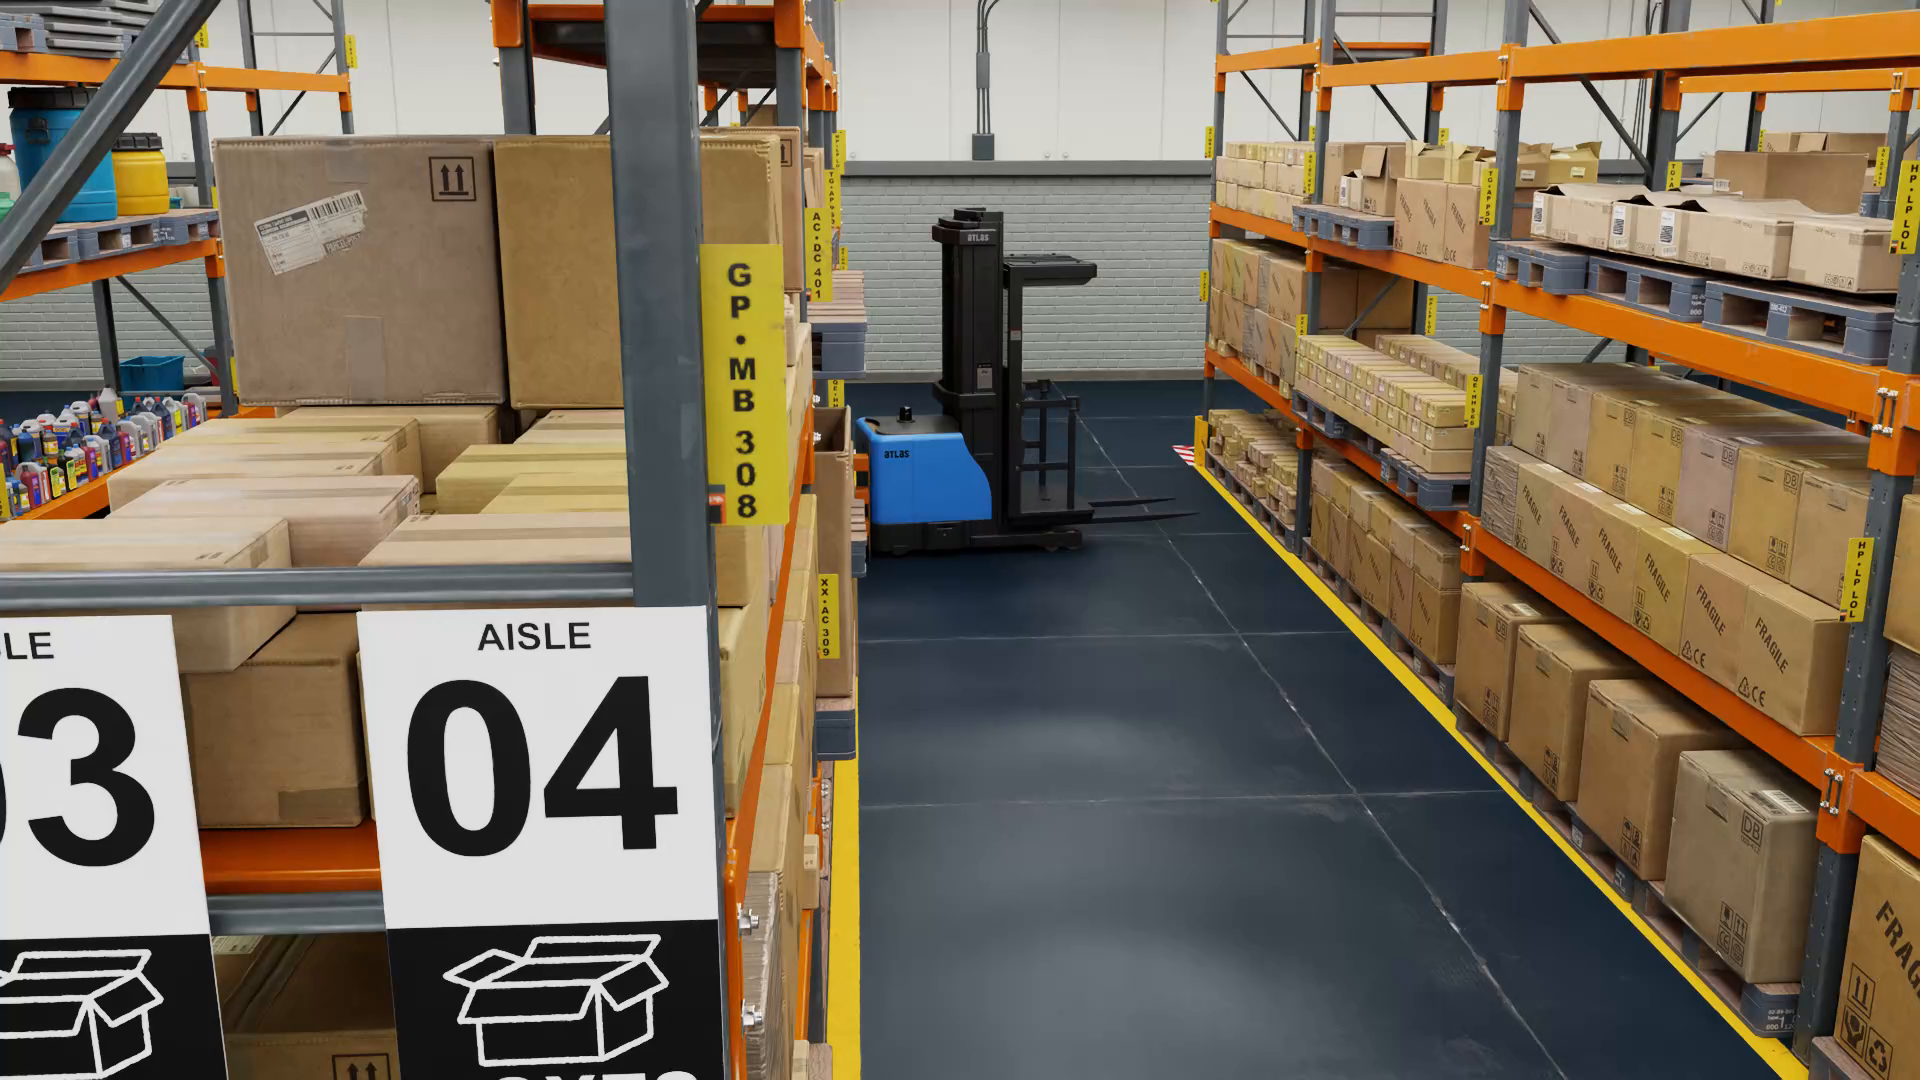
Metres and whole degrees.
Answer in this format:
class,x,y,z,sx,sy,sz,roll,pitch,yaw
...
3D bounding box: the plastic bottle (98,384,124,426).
class,x,y,z,sx,sy,sz,roll,pitch,yaw
plastic bottle,-6.778,-1.073,13.275,0.144,0.351,0.185,-1,14,-3

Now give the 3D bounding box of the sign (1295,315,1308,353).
class,x,y,z,sx,sy,sz,roll,pitch,yaw
sign,2.880,-1.736,14.017,0.100,0.325,0.005,-1,14,-3

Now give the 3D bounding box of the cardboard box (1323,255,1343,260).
class,x,y,z,sx,sy,sz,roll,pitch,yaw
cardboard box,3.588,-2.374,15.431,0.500,0.500,0.500,-1,14,-3

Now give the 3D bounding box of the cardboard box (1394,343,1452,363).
class,x,y,z,sx,sy,sz,roll,pitch,yaw
cardboard box,3.672,-1.469,13.184,0.380,0.149,0.250,-1,14,-5

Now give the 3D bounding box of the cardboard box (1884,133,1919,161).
class,x,y,z,sx,sy,sz,roll,pitch,yaw
cardboard box,8.528,-3.331,14.690,0.500,0.500,0.500,-1,14,-2

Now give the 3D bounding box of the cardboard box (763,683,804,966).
class,x,y,z,sx,sy,sz,roll,pitch,yaw
cardboard box,-0.611,0.642,3.707,0.500,0.500,0.500,-1,14,-3

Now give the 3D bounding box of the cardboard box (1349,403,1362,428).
class,x,y,z,sx,sy,sz,roll,pitch,yaw
cardboard box,3.085,-0.917,12.230,0.380,0.149,0.250,-2,15,-6

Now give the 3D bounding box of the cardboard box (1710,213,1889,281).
class,x,y,z,sx,sy,sz,roll,pitch,yaw
cardboard box,3.621,-1.273,7.193,0.500,0.250,0.500,-1,14,-4

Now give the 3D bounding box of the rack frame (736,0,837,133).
class,x,y,z,sx,sy,sz,roll,pitch,yaw
rack frame,-1.784,-5.176,17.084,1.000,3.000,0.127,-1,14,-3

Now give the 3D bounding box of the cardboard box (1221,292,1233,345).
class,x,y,z,sx,sy,sz,roll,pitch,yaw
cardboard box,2.984,-2.266,17.016,0.500,0.500,0.500,-1,14,-3

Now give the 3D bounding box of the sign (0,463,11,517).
class,x,y,z,sx,sy,sz,roll,pitch,yaw
sign,-5.683,-0.294,9.821,0.100,0.325,0.005,-1,14,-3

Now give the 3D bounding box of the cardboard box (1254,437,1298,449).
class,x,y,z,sx,sy,sz,roll,pitch,yaw
cardboard box,3.079,-0.909,16.225,0.380,0.149,0.250,-1,14,-3

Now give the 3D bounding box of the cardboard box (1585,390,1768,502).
class,x,y,z,sx,sy,sz,roll,pitch,yaw
cardboard box,3.753,-0.500,8.742,0.700,0.500,0.500,-1,14,-4

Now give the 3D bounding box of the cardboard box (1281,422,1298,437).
class,x,y,z,sx,sy,sz,roll,pitch,yaw
cardboard box,3.513,-1.114,17.021,0.380,0.149,0.250,-1,15,-6

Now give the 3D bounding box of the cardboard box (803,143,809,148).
class,x,y,z,sx,sy,sz,roll,pitch,yaw
cardboard box,-1.490,-2.836,12.966,0.700,0.500,0.500,-1,14,-2

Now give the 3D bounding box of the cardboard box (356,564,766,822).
class,x,y,z,sx,sy,sz,roll,pitch,yaw
cardboard box,-0.564,0.205,2.492,0.500,0.250,0.500,0,14,-2

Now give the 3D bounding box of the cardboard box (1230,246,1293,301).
class,x,y,z,sx,sy,sz,roll,pitch,yaw
cardboard box,2.984,-2.628,16.416,0.500,0.500,0.500,-1,14,-5

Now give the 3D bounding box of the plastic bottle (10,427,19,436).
class,x,y,z,sx,sy,sz,roll,pitch,yaw
plastic bottle,-6.773,-0.675,11.887,0.097,0.271,0.097,0,14,0

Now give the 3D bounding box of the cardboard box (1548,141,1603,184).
class,x,y,z,sx,sy,sz,roll,pitch,yaw
cardboard box,3.887,-2.437,10.723,0.396,0.266,0.258,-1,14,-3

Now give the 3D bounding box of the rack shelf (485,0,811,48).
class,x,y,z,sx,sy,sz,roll,pitch,yaw
rack shelf,-0.916,-1.344,3.642,1.077,0.370,4.000,-1,14,-3

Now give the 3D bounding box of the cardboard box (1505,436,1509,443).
class,x,y,z,sx,sy,sz,roll,pitch,yaw
cardboard box,3.826,-0.595,10.982,0.380,0.149,0.250,0,14,-1

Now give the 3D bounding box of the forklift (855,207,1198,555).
class,x,y,z,sx,sy,sz,roll,pitch,yaw
forklift,0.614,-1.452,14.786,3.031,2.935,1.130,-3,15,-11

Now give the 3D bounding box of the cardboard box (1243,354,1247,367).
class,x,y,z,sx,sy,sz,roll,pitch,yaw
cardboard box,3.019,-1.792,16.477,0.380,0.149,0.250,-1,14,-5

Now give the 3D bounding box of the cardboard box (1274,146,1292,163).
class,x,y,z,sx,sy,sz,roll,pitch,yaw
cardboard box,3.056,-3.475,14.991,0.380,0.149,0.250,-1,15,-6

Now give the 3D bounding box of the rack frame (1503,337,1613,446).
class,x,y,z,sx,sy,sz,roll,pitch,yaw
rack frame,3.665,-0.332,10.298,0.949,2.616,0.053,-1,14,-3

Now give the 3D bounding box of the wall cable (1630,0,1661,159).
class,x,y,z,sx,sy,sz,roll,pitch,yaw
wall cable,11.007,-6.802,23.328,2.988,3.039,0.133,-1,14,-3

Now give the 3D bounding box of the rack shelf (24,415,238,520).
class,x,y,z,sx,sy,sz,roll,pitch,yaw
rack shelf,-6.355,-0.354,11.824,1.077,0.370,4.000,-1,14,-3

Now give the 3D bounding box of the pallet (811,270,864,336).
class,x,y,z,sx,sy,sz,roll,pitch,yaw
pallet,-1.039,-1.061,7.487,1.213,0.211,1.003,-1,14,-3

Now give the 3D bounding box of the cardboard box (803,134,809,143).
class,x,y,z,sx,sy,sz,roll,pitch,yaw
cardboard box,-1.644,-3.222,14.267,0.700,0.500,0.500,-2,15,-7

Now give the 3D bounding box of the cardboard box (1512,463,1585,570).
class,x,y,z,sx,sy,sz,roll,pitch,yaw
cardboard box,3.461,-0.139,9.345,0.500,0.500,0.500,-1,14,-4

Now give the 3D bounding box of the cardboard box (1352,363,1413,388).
class,x,y,z,sx,sy,sz,roll,pitch,yaw
cardboard box,3.088,-1.203,12.151,0.380,0.149,0.250,0,14,-2

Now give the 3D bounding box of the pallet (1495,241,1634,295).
class,x,y,z,sx,sy,sz,roll,pitch,yaw
pallet,3.762,-1.534,9.329,1.213,0.211,1.003,0,14,-1

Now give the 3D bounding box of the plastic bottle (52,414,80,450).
class,x,y,z,sx,sy,sz,roll,pitch,yaw
plastic bottle,-3.210,-1.749,13.511,7.134,1.543,2.476,-1,14,-3

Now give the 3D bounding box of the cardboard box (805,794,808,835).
class,x,y,z,sx,sy,sz,roll,pitch,yaw
cardboard box,-0.727,0.947,5.831,0.380,0.149,0.250,-1,14,-3

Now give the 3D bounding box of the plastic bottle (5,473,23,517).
class,x,y,z,sx,sy,sz,roll,pitch,yaw
plastic bottle,-5.915,-0.284,10.369,0.097,0.271,0.097,0,14,0

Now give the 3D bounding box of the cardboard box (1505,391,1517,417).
class,x,y,z,sx,sy,sz,roll,pitch,yaw
cardboard box,3.814,-0.887,10.921,0.380,0.149,0.250,-1,14,-5

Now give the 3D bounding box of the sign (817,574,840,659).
class,x,y,z,sx,sy,sz,roll,pitch,yaw
sign,-0.499,0.284,6.164,0.100,0.325,0.005,-1,14,-3

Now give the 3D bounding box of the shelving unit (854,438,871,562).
class,x,y,z,sx,sy,sz,roll,pitch,yaw
shelving unit,-0.901,-0.340,14.239,0.252,1.050,0.215,-1,14,-5

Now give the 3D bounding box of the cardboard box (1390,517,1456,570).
class,x,y,z,sx,sy,sz,roll,pitch,yaw
cardboard box,3.323,0.020,11.597,0.500,0.250,0.500,-1,14,-3

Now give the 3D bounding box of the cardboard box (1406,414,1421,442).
class,x,y,z,sx,sy,sz,roll,pitch,yaw
cardboard box,3.165,-0.740,10.949,0.380,0.149,0.250,0,14,-1

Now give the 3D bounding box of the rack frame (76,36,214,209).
class,x,y,z,sx,sy,sz,roll,pitch,yaw
rack frame,-6.479,-4.105,12.920,1.000,3.000,0.127,-1,14,-3

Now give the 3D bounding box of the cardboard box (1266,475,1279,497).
class,x,y,z,sx,sy,sz,roll,pitch,yaw
cardboard box,3.021,-0.501,15.235,0.380,0.149,0.250,-1,14,-5

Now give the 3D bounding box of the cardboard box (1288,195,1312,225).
class,x,y,z,sx,sy,sz,roll,pitch,yaw
cardboard box,3.121,-2.825,14.268,0.500,0.250,0.500,-1,14,-2

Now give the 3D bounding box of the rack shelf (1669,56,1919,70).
class,x,y,z,sx,sy,sz,roll,pitch,yaw
rack shelf,3.793,-2.293,7.733,0.919,0.124,3.809,-1,14,-3

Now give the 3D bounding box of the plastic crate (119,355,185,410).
class,x,y,z,sx,sy,sz,roll,pitch,yaw
plastic crate,-6.849,-1.331,14.093,0.392,0.384,0.575,-1,14,-3

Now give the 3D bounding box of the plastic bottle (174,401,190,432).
class,x,y,z,sx,sy,sz,roll,pitch,yaw
plastic bottle,-6.110,-0.955,12.969,0.152,0.276,0.135,-1,14,-3

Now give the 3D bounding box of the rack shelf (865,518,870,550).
class,x,y,z,sx,sy,sz,roll,pitch,yaw
rack shelf,-0.902,-0.060,14.307,0.240,0.259,0.215,-1,14,-5

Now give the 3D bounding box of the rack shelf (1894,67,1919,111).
class,x,y,z,sx,sy,sz,roll,pitch,yaw
rack shelf,8.479,-3.295,12.018,1.077,0.370,4.000,-1,14,-3

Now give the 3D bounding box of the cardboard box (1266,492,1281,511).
class,x,y,z,sx,sy,sz,roll,pitch,yaw
cardboard box,3.043,-0.373,15.334,0.380,0.149,0.250,-1,14,-5

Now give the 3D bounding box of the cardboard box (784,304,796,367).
class,x,y,z,sx,sy,sz,roll,pitch,yaw
cardboard box,-0.662,-0.586,4.764,0.380,0.149,0.250,-1,14,-5
